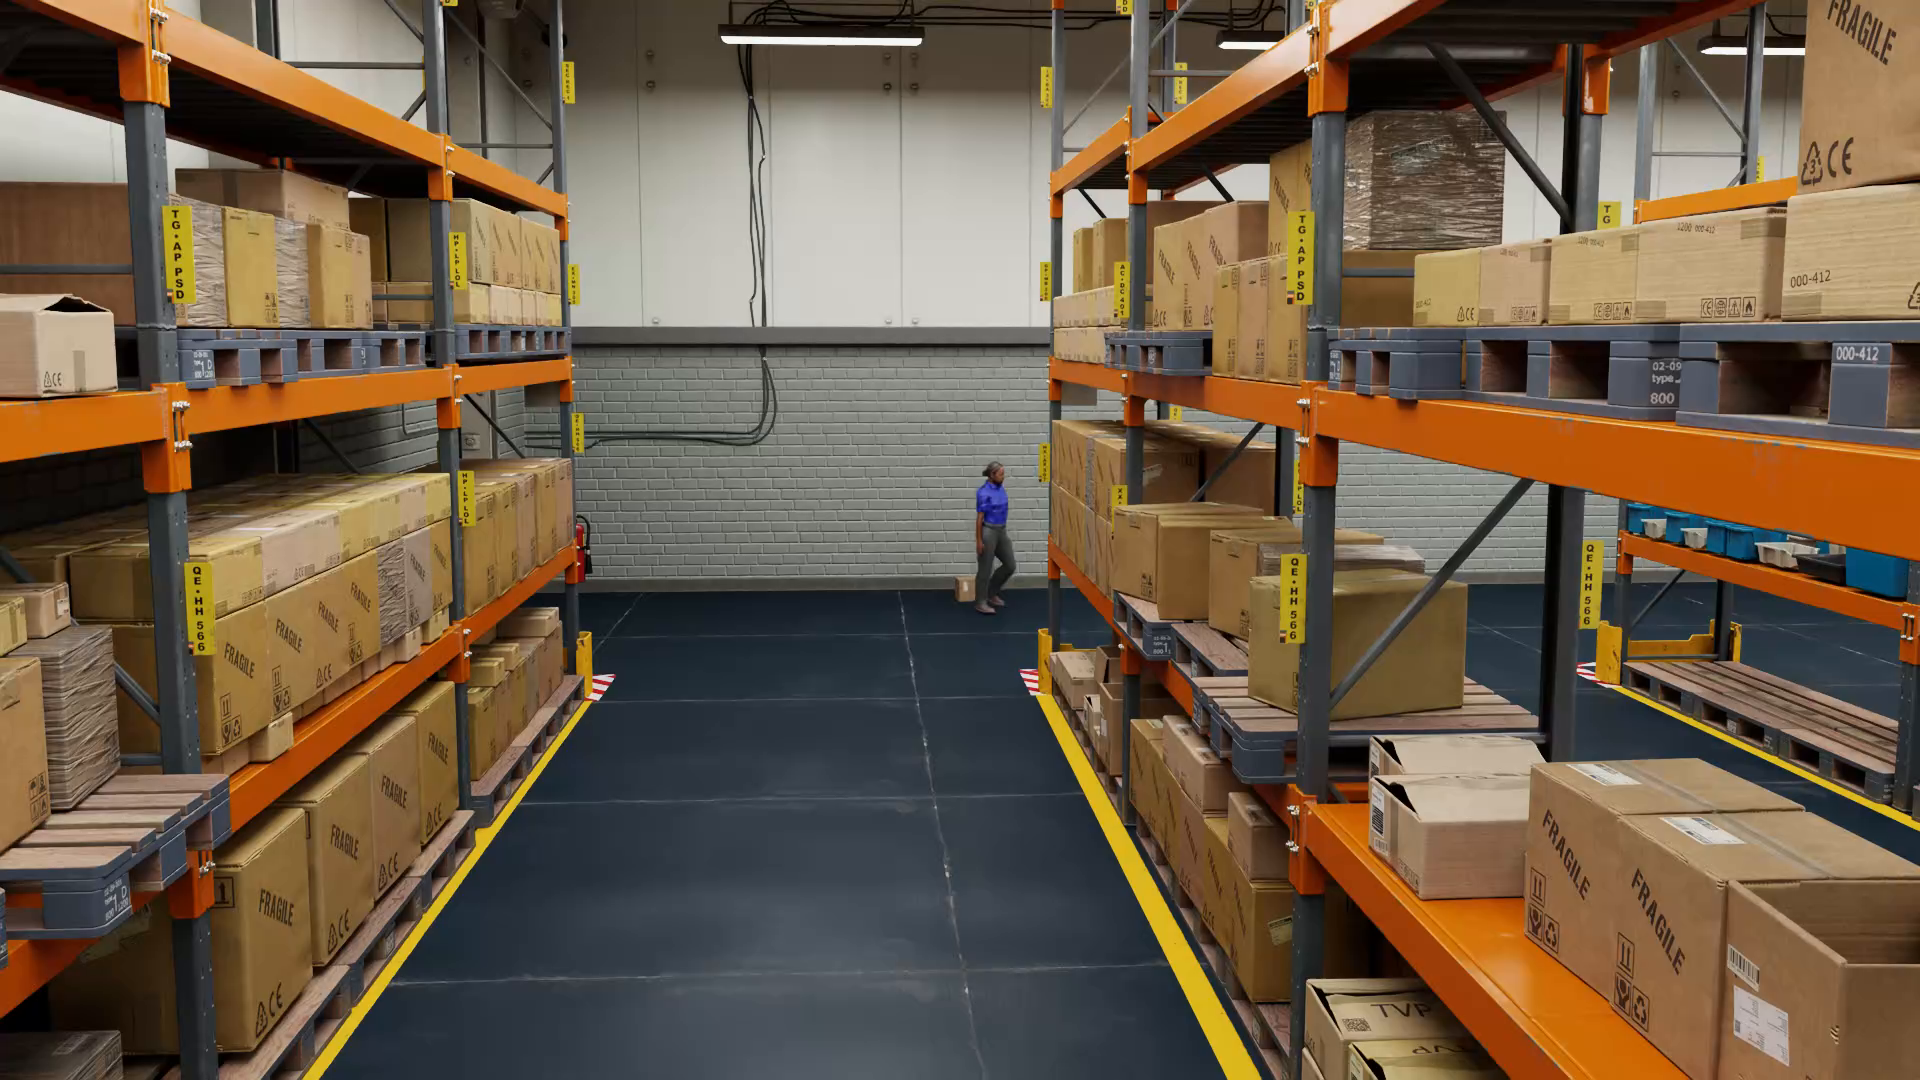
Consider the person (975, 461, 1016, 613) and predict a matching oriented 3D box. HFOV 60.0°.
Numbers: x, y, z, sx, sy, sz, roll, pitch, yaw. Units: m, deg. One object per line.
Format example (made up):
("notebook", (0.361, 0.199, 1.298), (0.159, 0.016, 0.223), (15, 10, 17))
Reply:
("person", (0.339, -0.040, 17.962), (0.439, 1.647, 0.584), (6, 9, 39))
